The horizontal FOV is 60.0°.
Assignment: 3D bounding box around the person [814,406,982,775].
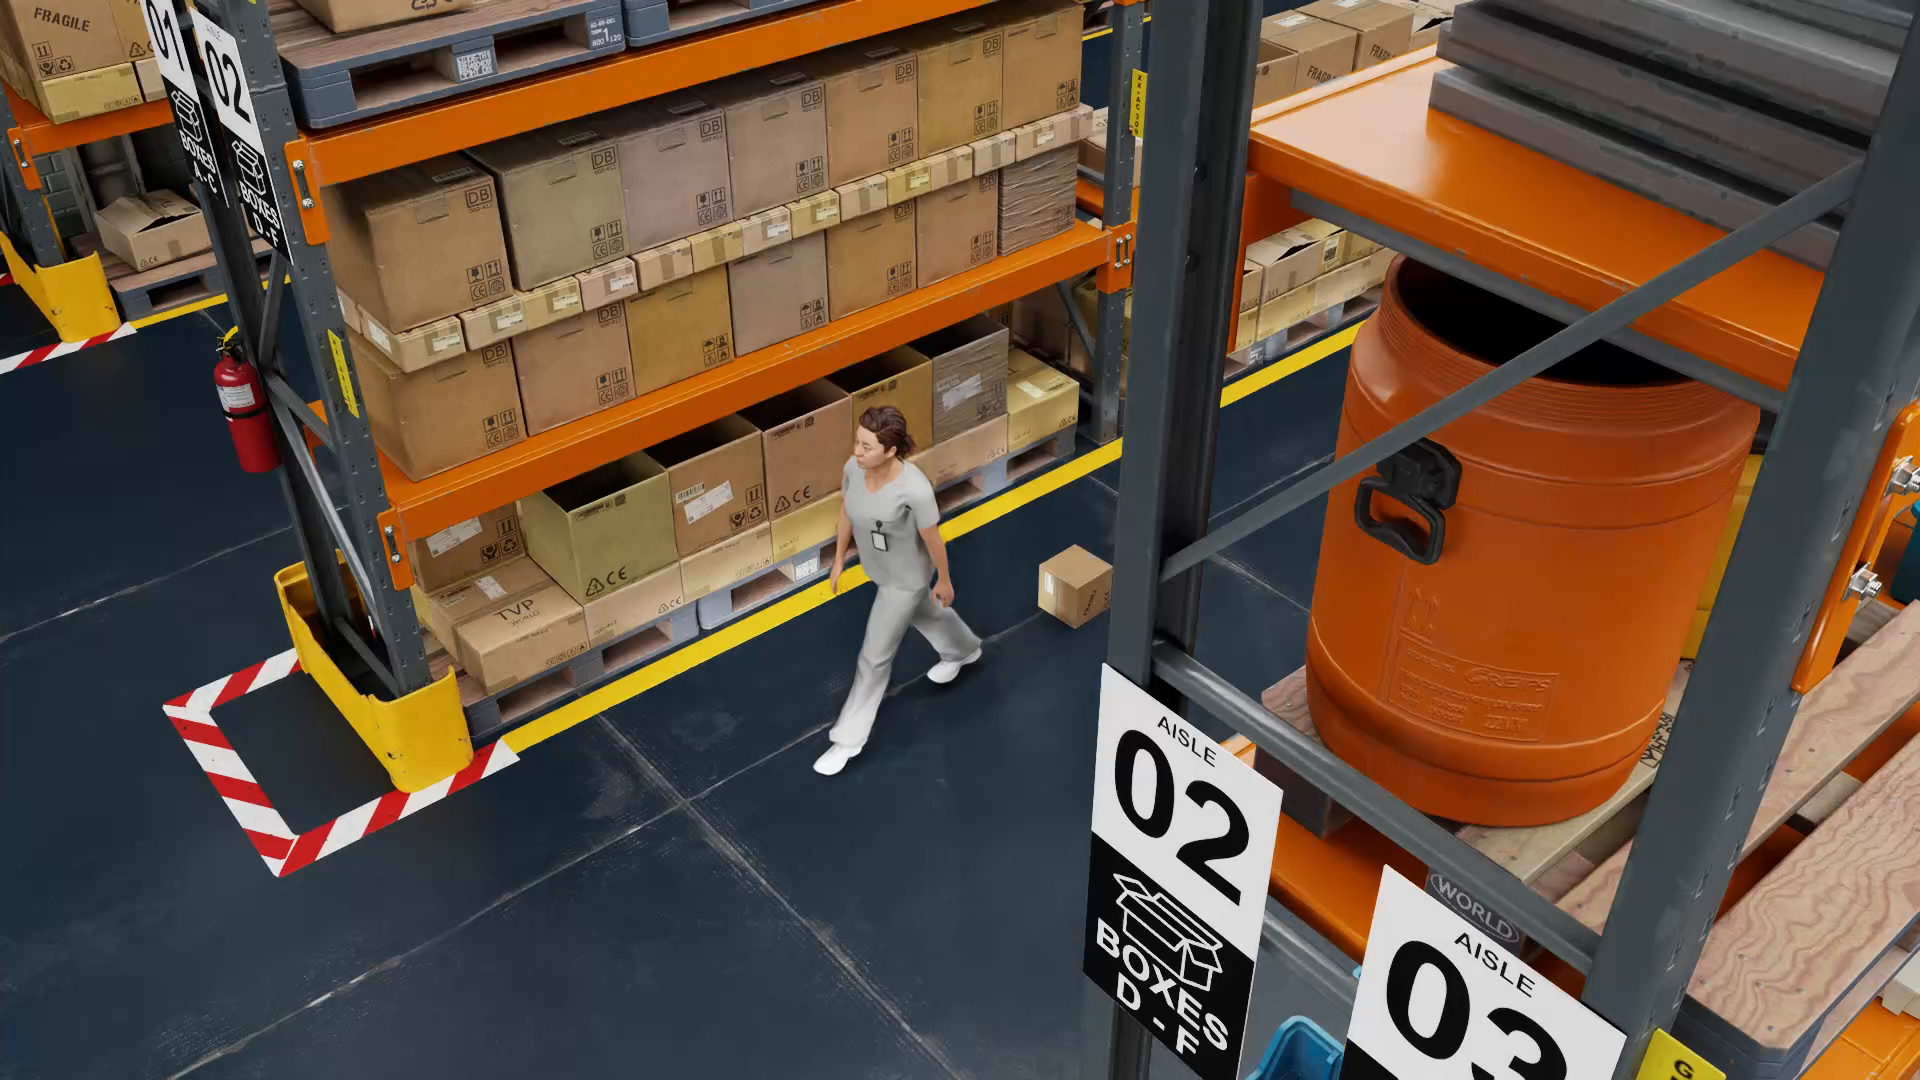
[{"bbox_3d":[-0.294,0.123,6.927,1.053,1.610,0.467,-28,45,-33],"label":"person"}]
